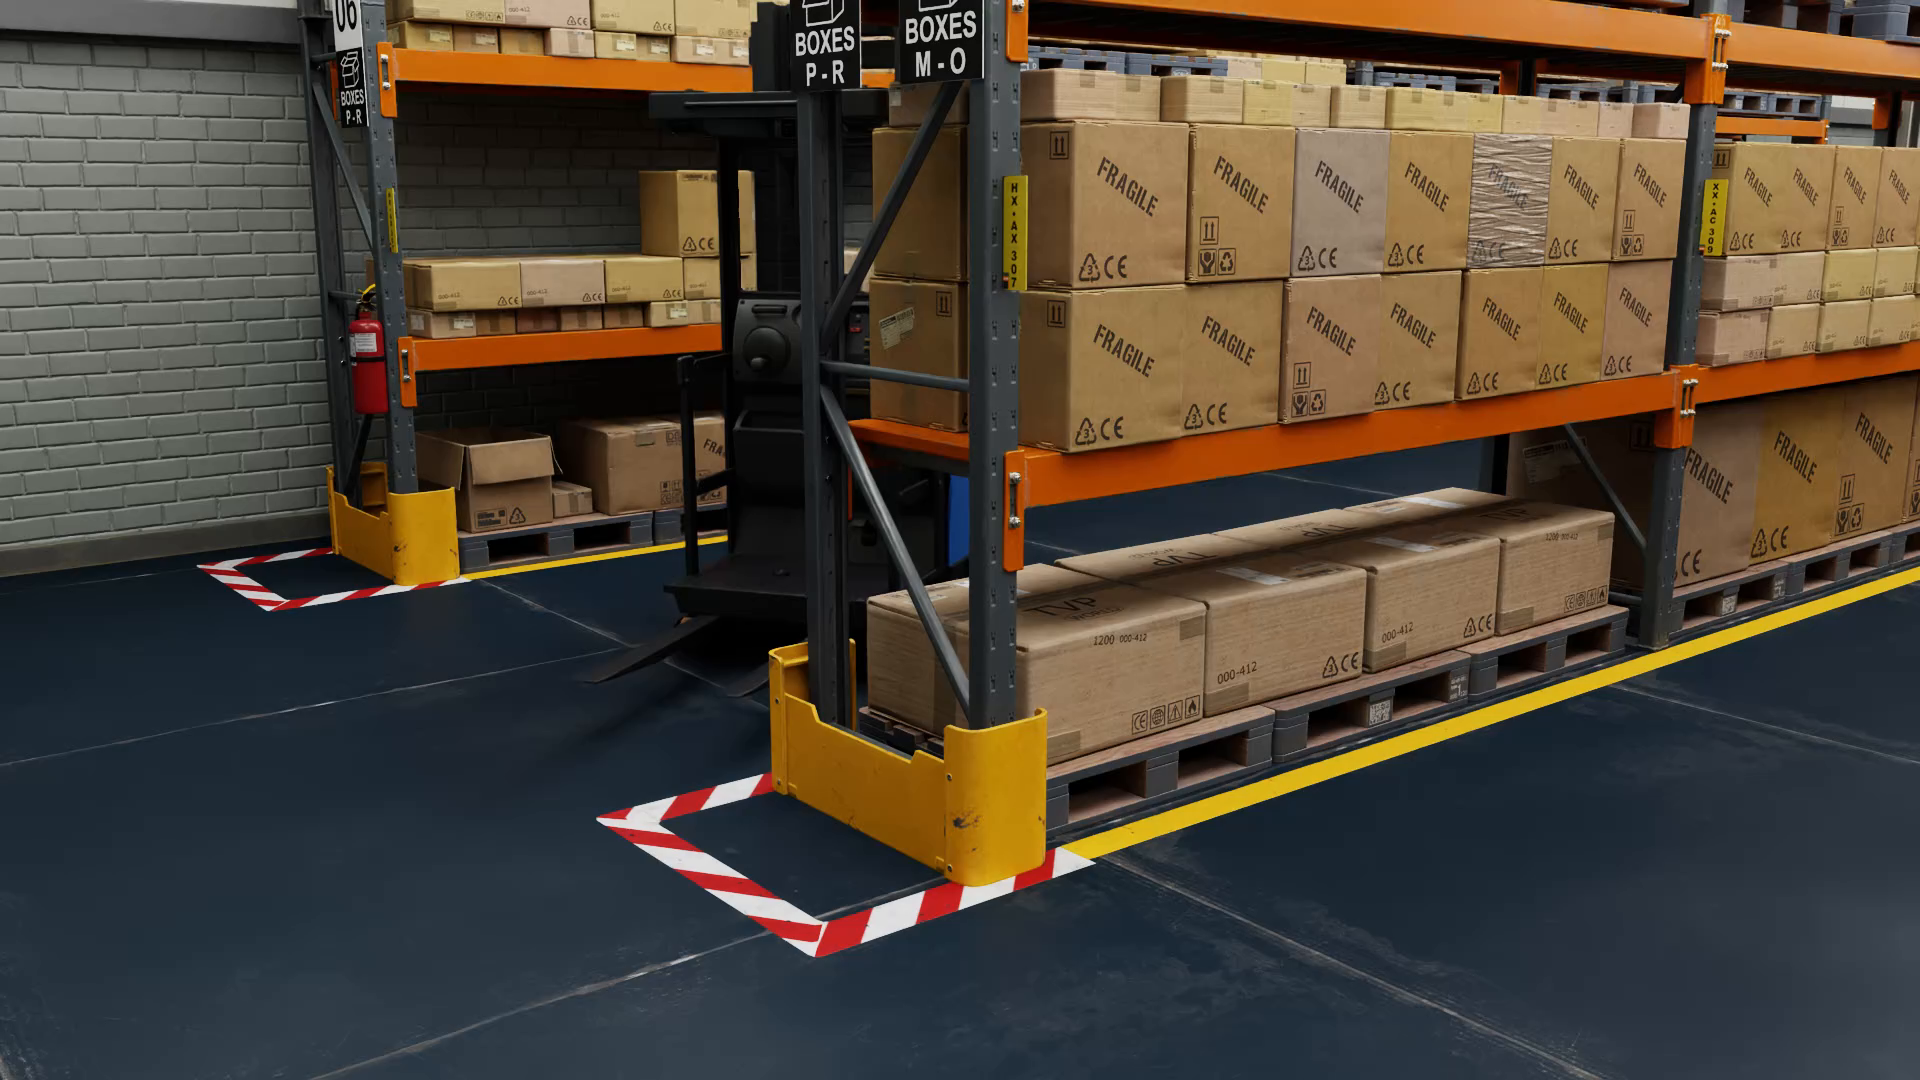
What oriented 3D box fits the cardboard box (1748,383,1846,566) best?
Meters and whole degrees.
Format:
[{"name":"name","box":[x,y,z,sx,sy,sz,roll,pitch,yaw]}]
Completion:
[{"name":"cardboard box","box":[4.076,-0.413,8.956,0.875,0.875,0.875,-9,15,-36]}]

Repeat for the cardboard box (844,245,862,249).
[{"name":"cardboard box","box":[-0.718,-1.891,11.458,0.500,0.250,0.500,-10,15,-38]}]

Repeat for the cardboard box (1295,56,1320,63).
[{"name":"cardboard box","box":[2.620,-3.832,13.133,0.250,0.149,0.380,-10,15,-39]}]

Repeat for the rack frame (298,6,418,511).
[{"name":"rack frame","box":[-3.286,-1.320,9.125,0.127,3.000,1.000,-9,15,-38]}]

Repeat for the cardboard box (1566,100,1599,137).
[{"name":"cardboard box","box":[2.425,-1.751,6.945,0.250,0.149,0.380,-9,15,-38]}]

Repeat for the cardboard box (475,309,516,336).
[{"name":"cardboard box","box":[-2.688,-1.236,9.334,0.250,0.149,0.380,-9,15,-36]}]

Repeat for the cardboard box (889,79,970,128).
[{"name":"cardboard box","box":[-0.027,-1.450,5.527,0.250,0.149,0.380,-9,15,-37]}]

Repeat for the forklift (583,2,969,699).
[{"name":"forklift","box":[-0.679,-0.944,7.518,1.130,2.935,3.031,4,13,18]}]

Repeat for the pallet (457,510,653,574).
[{"name":"pallet","box":[-2.605,-0.070,9.949,1.213,0.211,1.003,-9,15,-38]}]

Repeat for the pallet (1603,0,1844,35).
[{"name":"pallet","box":[3.626,-2.535,8.087,1.217,0.209,0.805,-10,16,-40]}]

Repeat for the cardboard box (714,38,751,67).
[{"name":"cardboard box","box":[-1.442,-2.885,9.876,0.250,0.149,0.380,-9,15,-37]}]

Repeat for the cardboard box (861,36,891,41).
[{"name":"cardboard box","box":[-0.782,-3.206,10.431,0.500,0.250,0.500,-10,16,-40]}]

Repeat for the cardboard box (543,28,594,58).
[{"name":"cardboard box","box":[-2.234,-2.753,9.255,0.250,0.149,0.380,-9,15,-36]}]

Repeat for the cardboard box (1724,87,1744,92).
[{"name":"cardboard box","box":[7.671,-4.885,17.192,0.637,0.503,0.797,-9,15,-36]}]

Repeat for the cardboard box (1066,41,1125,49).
[{"name":"cardboard box","box":[0.931,-3.508,11.560,0.250,0.149,0.380,-9,15,-37]}]

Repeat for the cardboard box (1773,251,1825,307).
[{"name":"cardboard box","box":[3.851,-1.290,8.138,0.500,0.250,0.500,-9,15,-37]}]

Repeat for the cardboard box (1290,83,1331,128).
[{"name":"cardboard box","box":[1.069,-1.513,5.821,0.250,0.149,0.380,-9,15,-37]}]

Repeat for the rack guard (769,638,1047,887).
[{"name":"rack guard","box":[-0.201,0.710,5.581,0.348,0.500,1.175,-9,15,-38]}]

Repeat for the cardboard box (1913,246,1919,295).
[{"name":"cardboard box","box":[5.060,-1.484,9.054,0.500,0.250,0.500,-10,16,-39]}]

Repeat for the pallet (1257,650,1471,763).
[{"name":"pallet","box":[1.345,0.574,6.916,1.213,0.211,1.003,-9,15,-38]}]

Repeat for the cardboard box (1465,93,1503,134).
[{"name":"cardboard box","box":[1.862,-1.643,6.435,0.250,0.149,0.380,-10,15,-39]}]

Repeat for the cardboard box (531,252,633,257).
[{"name":"cardboard box","box":[-2.300,-1.625,10.207,0.500,0.250,0.500,-9,15,-36]}]

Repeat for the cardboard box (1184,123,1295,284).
[{"name":"cardboard box","box":[0.770,-1.138,5.619,0.500,0.500,0.500,-10,16,-39]}]

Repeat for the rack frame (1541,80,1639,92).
[{"name":"rack frame","box":[6.084,-5.812,15.835,0.127,3.000,1.000,-9,15,-38]}]

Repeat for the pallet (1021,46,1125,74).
[{"name":"pallet","box":[0.391,-3.288,11.623,1.003,0.211,1.213,-9,15,-38]}]

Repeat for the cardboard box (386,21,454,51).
[{"name":"cardboard box","box":[-2.892,-2.668,8.857,0.250,0.149,0.380,-9,15,-36]}]

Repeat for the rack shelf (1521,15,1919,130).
[{"name":"rack shelf","box":[4.503,-2.410,8.766,4.000,0.370,1.077,-9,15,-38]}]

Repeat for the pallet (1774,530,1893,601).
[{"name":"pallet","box":[4.450,0.058,9.349,1.213,0.211,1.003,-9,15,-38]}]

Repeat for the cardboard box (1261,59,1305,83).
[{"name":"cardboard box","box":[2.320,-3.581,12.911,0.500,0.250,0.500,-9,15,-37]}]

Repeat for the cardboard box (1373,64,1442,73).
[{"name":"cardboard box","box":[3.679,-4.183,13.895,0.500,0.500,0.500,-9,15,-37]}]

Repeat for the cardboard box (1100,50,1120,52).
[{"name":"cardboard box","box":[0.988,-3.672,12.331,0.250,0.149,0.380,-9,15,-37]}]

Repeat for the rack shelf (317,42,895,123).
[{"name":"rack shelf","box":[-1.724,-2.695,10.111,4.000,0.370,1.077,-9,15,-38]}]

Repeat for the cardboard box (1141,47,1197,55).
[{"name":"cardboard box","box":[1.504,-3.616,12.068,0.250,0.149,0.380,-9,15,-36]}]

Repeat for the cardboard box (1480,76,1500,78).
[{"name":"cardboard box","box":[4.813,-4.184,14.744,0.250,0.149,0.380,-10,15,-38]}]

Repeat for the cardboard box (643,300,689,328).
[{"name":"cardboard box","box":[-1.821,-1.355,9.892,0.250,0.149,0.380,-10,16,-39]}]

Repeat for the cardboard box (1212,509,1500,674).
[{"name":"cardboard box","box":[1.685,0.193,7.154,0.875,0.438,0.875,-10,16,-39]}]

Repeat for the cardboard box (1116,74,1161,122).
[{"name":"cardboard box","box":[0.428,-1.418,5.375,0.250,0.149,0.380,-9,15,-36]}]

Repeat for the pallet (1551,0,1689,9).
[{"name":"pallet","box":[2.296,-2.354,6.986,1.213,0.211,1.003,-9,15,-38]}]

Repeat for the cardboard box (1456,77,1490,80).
[{"name":"cardboard box","box":[4.576,-4.254,15.032,0.250,0.166,0.380,-9,15,-38]}]

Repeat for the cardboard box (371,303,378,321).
[{"name":"cardboard box","box":[-3.195,-1.284,9.559,0.250,0.149,0.380,-10,15,-38]}]

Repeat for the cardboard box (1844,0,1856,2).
[{"name":"cardboard box","box":[4.587,-2.822,8.288,0.258,0.266,0.396,-8,14,-33]}]

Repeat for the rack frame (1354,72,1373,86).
[{"name":"rack frame","box":[2.961,-2.358,14.014,0.127,3.000,1.000,-9,15,-38]}]

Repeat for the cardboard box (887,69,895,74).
[{"name":"cardboard box","box":[-0.452,-3.058,10.692,0.250,0.149,0.380,-9,15,-38]}]

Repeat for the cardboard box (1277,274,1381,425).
[{"name":"cardboard box","box":[1.158,-0.714,6.027,0.500,0.500,0.500,-10,15,-38]}]

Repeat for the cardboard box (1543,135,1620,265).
[{"name":"cardboard box","box":[2.344,-1.402,6.863,0.500,0.500,0.500,-10,15,-38]}]

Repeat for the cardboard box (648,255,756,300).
[{"name":"cardboard box","box":[-1.590,-1.609,10.131,0.500,0.250,0.500,-10,16,-39]}]

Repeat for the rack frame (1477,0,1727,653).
[{"name":"rack frame","box":[2.941,-1.035,7.781,0.127,3.000,1.000,-9,15,-38]}]

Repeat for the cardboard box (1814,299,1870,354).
[{"name":"cardboard box","box":[4.263,-1.107,8.482,0.500,0.250,0.500,-10,15,-38]}]

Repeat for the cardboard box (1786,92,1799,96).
[{"name":"cardboard box","box":[8.751,-4.838,17.825,0.250,0.149,0.380,-10,16,-39]}]

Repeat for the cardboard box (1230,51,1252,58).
[{"name":"cardboard box","box":[2.006,-3.738,12.692,0.250,0.149,0.380,-9,15,-37]}]

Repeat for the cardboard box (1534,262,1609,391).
[{"name":"cardboard box","box":[2.340,-0.914,6.973,0.500,0.500,0.500,-10,16,-39]}]

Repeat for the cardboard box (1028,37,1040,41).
[{"name":"cardboard box","box":[0.319,-3.412,11.109,0.250,0.149,0.380,-9,15,-37]}]

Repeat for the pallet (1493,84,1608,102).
[{"name":"pallet","box":[5.404,-4.135,15.618,1.217,0.209,0.805,-10,16,-40]}]

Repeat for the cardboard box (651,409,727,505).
[{"name":"cardboard box","box":[-1.582,-0.524,10.382,0.500,0.500,0.500,-9,15,-37]}]

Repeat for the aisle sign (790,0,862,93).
[{"name":"aisle sign","box":[-0.432,-1.828,5.259,0.004,0.787,0.394,-9,15,-38]}]

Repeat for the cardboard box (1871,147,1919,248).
[{"name":"cardboard box","box":[4.637,-1.787,8.673,0.500,0.500,0.500,-10,15,-39]}]

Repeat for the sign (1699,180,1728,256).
[{"name":"sign","box":[3.289,-1.407,7.259,0.005,0.325,0.100,-9,15,-38]}]

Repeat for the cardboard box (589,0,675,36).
[{"name":"cardboard box","box":[-1.977,-3.007,9.490,0.500,0.250,0.500,-10,16,-39]}]
